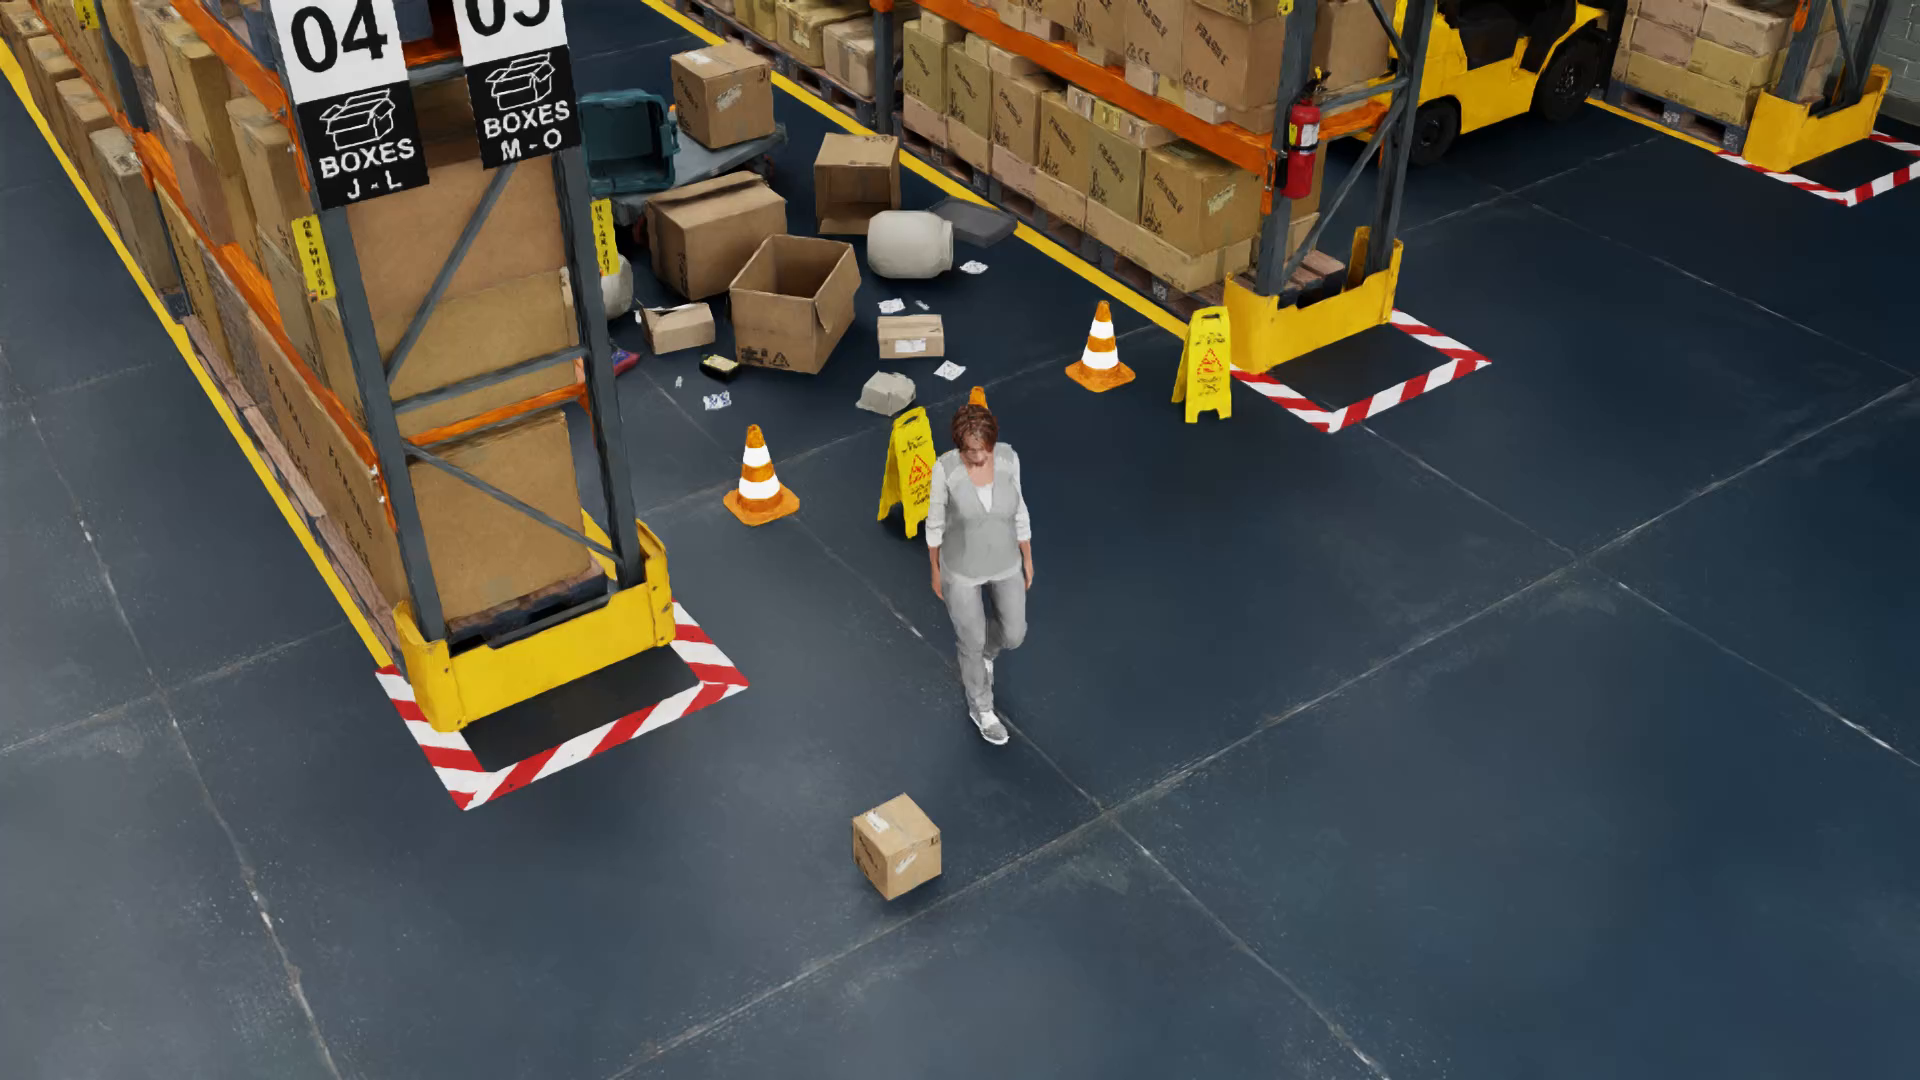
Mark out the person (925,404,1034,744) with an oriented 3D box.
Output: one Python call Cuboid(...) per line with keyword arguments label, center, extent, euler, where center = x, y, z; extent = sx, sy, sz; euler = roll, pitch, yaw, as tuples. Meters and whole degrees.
Cuboid(label="person", center=(0.077, 0.107, 6.852), extent=(0.435, 1.590, 0.538), euler=(-12, 38, -15))
